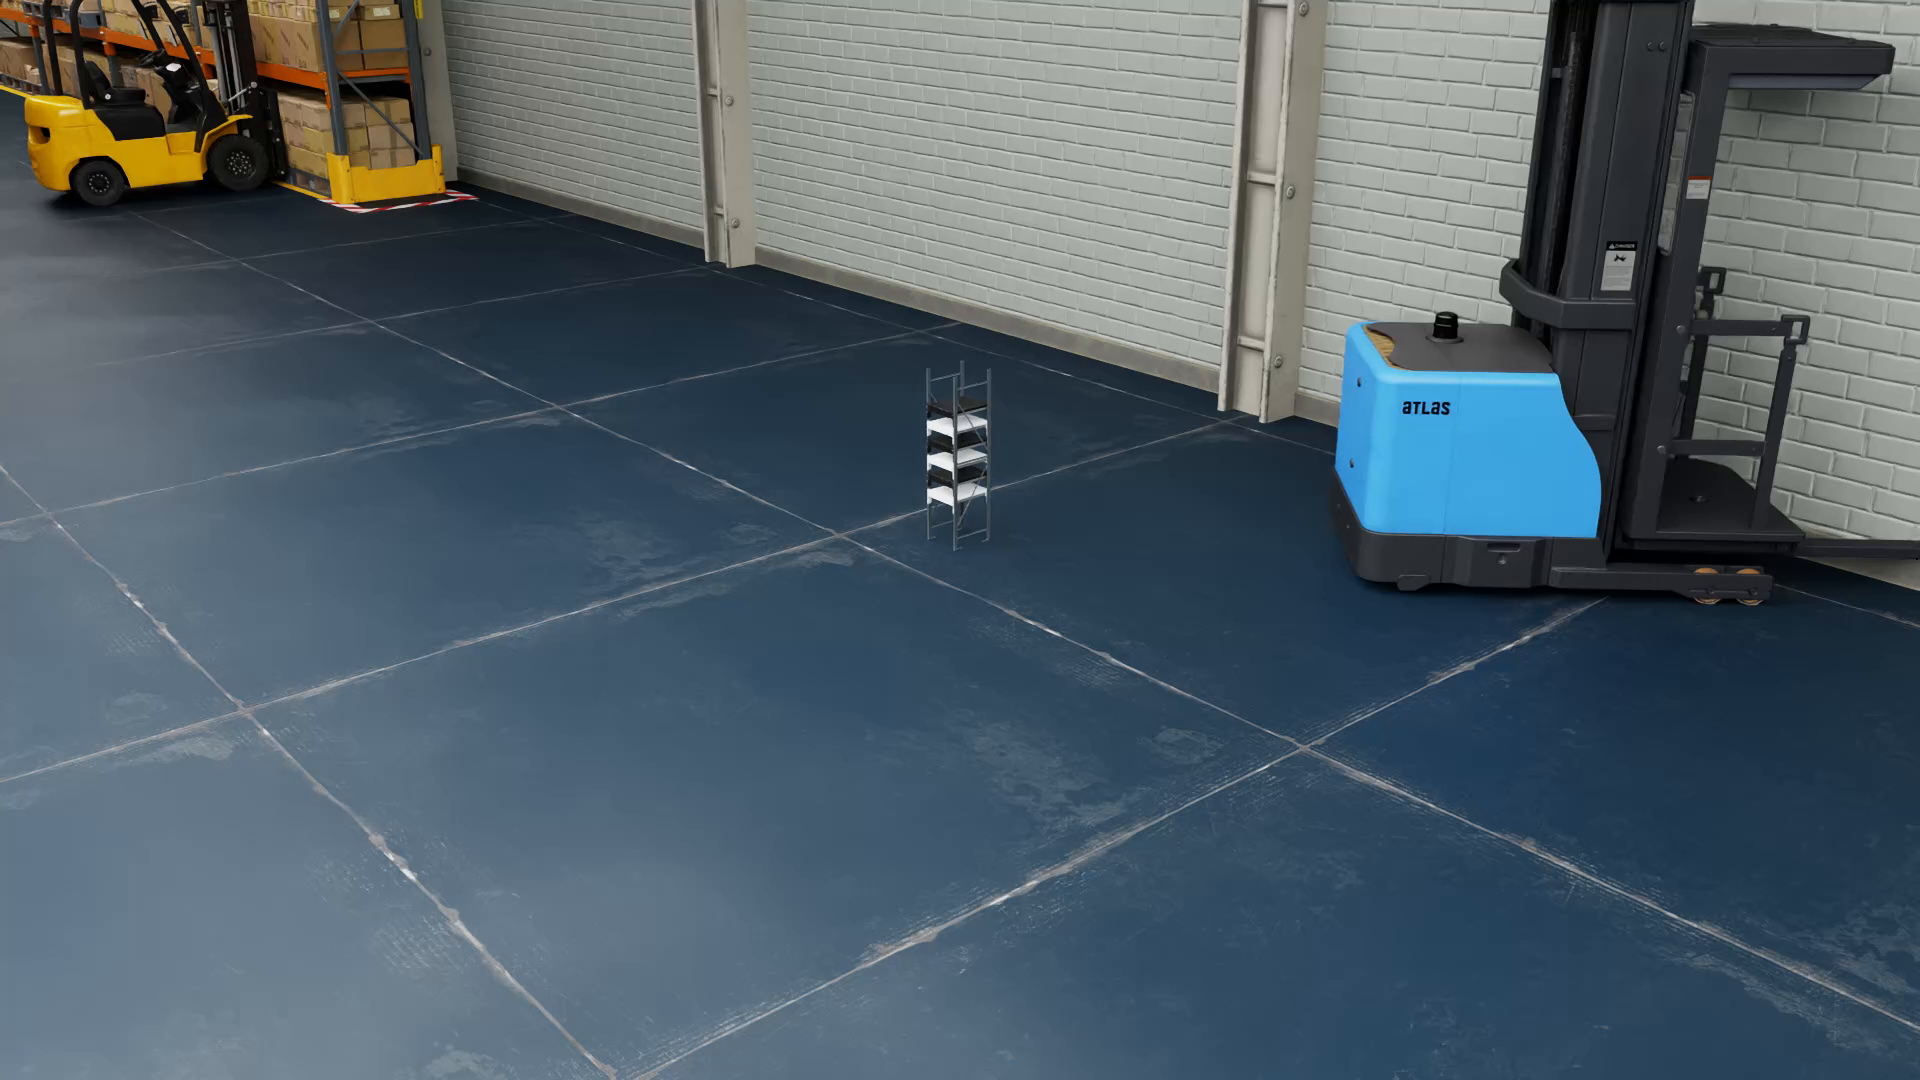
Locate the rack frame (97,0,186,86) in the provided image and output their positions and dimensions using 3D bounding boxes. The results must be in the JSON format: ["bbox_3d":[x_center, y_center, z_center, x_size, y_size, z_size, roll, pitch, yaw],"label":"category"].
[{"bbox_3d":[-11.398,-7.331,23.087,1.000,3.000,0.127,-17,27,-37],"label":"rack frame"}]

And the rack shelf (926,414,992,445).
[{"bbox_3d":[-0.005,-0.558,8.272,0.258,0.077,0.200,-17,27,-37],"label":"rack shelf"}]

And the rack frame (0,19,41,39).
[{"bbox_3d":[-16.620,-9.541,28.730,1.000,3.000,0.127,-17,27,-37],"label":"rack frame"}]

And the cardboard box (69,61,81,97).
[{"bbox_3d":[-12.852,-6.852,24.716,0.500,0.500,0.500,-19,28,-39],"label":"cardboard box"}]

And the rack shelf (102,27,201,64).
[{"bbox_3d":[-10.092,-6.443,21.808,1.077,0.370,4.000,-17,27,-37],"label":"rack shelf"}]

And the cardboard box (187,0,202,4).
[{"bbox_3d":[-9.178,-6.616,20.235,0.380,0.149,0.250,-16,27,-36],"label":"cardboard box"}]

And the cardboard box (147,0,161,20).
[{"bbox_3d":[-9.972,-6.746,21.115,0.500,0.250,0.500,-17,27,-36],"label":"cardboard box"}]

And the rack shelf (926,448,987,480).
[{"bbox_3d":[-0.005,-0.390,8.338,0.258,0.077,0.200,-17,27,-37],"label":"rack shelf"}]

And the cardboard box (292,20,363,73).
[{"bbox_3d":[-6.696,-5.240,17.613,0.500,0.500,0.500,-18,28,-39],"label":"cardboard box"}]

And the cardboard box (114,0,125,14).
[{"bbox_3d":[-10.967,-7.174,22.208,0.500,0.250,0.500,-16,27,-36],"label":"cardboard box"}]

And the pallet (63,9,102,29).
[{"bbox_3d":[-11.893,-7.412,23.558,1.213,0.211,1.003,-17,27,-37],"label":"pallet"}]

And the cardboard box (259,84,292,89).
[{"bbox_3d":[-8.049,-5.120,19.265,0.500,0.250,0.500,-16,27,-36],"label":"cardboard box"}]

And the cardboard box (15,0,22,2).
[{"bbox_3d":[-14.526,-8.587,26.093,0.500,0.250,0.500,-17,27,-36],"label":"cardboard box"}]

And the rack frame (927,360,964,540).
[{"bbox_3d":[-0.072,-0.449,8.397,0.240,0.900,0.006,-17,27,-37],"label":"rack frame"}]

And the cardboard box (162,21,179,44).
[{"bbox_3d":[-9.646,-6.370,20.841,0.500,0.250,0.500,-18,27,-38],"label":"cardboard box"}]

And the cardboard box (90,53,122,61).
[{"bbox_3d":[-12.390,-6.975,24.143,0.380,0.149,0.250,-16,27,-36],"label":"cardboard box"}]

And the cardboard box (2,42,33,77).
[{"bbox_3d":[-15.495,-7.966,27.560,0.500,0.500,0.500,-17,27,-36],"label":"cardboard box"}]

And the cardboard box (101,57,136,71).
[{"bbox_3d":[-11.912,-6.740,23.543,0.380,0.149,0.250,-19,28,-40],"label":"cardboard box"}]

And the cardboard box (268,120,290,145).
[{"bbox_3d":[-7.403,-4.607,18.643,0.500,0.250,0.500,-18,28,-39],"label":"cardboard box"}]

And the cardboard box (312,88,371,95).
[{"bbox_3d":[-6.993,-4.957,18.850,0.500,0.250,0.500,-18,27,-38],"label":"cardboard box"}]

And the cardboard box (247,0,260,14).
[{"bbox_3d":[-7.784,-5.991,18.642,0.380,0.149,0.250,-18,28,-38],"label":"cardboard box"}]

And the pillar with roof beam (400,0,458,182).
[{"bbox_3d":[-9.209,-7.296,14.772,9.100,9.000,0.400,-17,27,-37],"label":"pillar with roof beam"}]

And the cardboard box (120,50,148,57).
[{"bbox_3d":[-12.193,-7.170,24.639,0.380,0.149,0.250,-18,28,-39],"label":"cardboard box"}]

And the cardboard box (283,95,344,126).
[{"bbox_3d":[-7.050,-4.694,18.178,0.500,0.250,0.500,-17,27,-36],"label":"cardboard box"}]

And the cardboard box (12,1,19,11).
[{"bbox_3d":[-14.783,-8.480,26.365,0.380,0.149,0.250,-17,27,-36],"label":"cardboard box"}]

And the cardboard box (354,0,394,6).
[{"bbox_3d":[-6.233,-5.751,17.620,0.380,0.149,0.250,-18,28,-38],"label":"cardboard box"}]

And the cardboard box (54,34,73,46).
[{"bbox_3d":[-13.770,-7.685,25.547,0.380,0.149,0.250,-19,28,-40],"label":"cardboard box"}]

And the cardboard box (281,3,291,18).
[{"bbox_3d":[-7.080,-5.719,17.946,0.380,0.149,0.250,-18,27,-38],"label":"cardboard box"}]

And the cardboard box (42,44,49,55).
[{"bbox_3d":[-13.976,-7.607,25.755,0.380,0.149,0.250,-16,26,-35],"label":"cardboard box"}]

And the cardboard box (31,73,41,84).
[{"bbox_3d":[-14.595,-7.388,26.567,0.380,0.149,0.250,-18,28,-39],"label":"cardboard box"}]

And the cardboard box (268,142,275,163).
[{"bbox_3d":[-7.715,-4.508,19.076,0.500,0.250,0.500,-16,27,-36],"label":"cardboard box"}]

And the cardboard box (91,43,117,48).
[{"bbox_3d":[-13.209,-7.600,25.737,0.380,0.149,0.250,-17,27,-37],"label":"cardboard box"}]

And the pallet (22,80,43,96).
[{"bbox_3d":[-14.456,-7.327,26.902,1.003,0.211,1.213,-17,27,-37],"label":"pallet"}]

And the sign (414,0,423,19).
[{"bbox_3d":[-5.751,-5.691,17.605,0.100,0.325,0.005,-17,27,-37],"label":"sign"}]

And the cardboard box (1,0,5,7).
[{"bbox_3d":[-15.402,-8.777,27.125,0.380,0.149,0.250,-18,27,-38],"label":"cardboard box"}]

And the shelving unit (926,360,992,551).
[{"bbox_3d":[-0.005,-0.421,8.326,0.258,0.900,0.210,-17,27,-37],"label":"shelving unit"}]

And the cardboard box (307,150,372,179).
[{"bbox_3d":[-6.722,-4.090,18.008,0.500,0.250,0.500,-17,27,-37],"label":"cardboard box"}]

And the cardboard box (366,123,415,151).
[{"bbox_3d":[-6.325,-4.448,18.236,0.500,0.250,0.500,-17,27,-36],"label":"cardboard box"}]

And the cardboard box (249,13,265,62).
[{"bbox_3d":[-7.699,-5.664,18.694,0.500,0.500,0.500,-17,27,-37],"label":"cardboard box"}]

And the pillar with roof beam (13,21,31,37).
[{"bbox_3d":[-20.958,-12.269,27.470,9.100,9.000,0.400,-17,27,-37],"label":"pillar with roof beam"}]

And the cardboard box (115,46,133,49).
[{"bbox_3d":[-12.673,-7.389,25.198,0.380,0.149,0.250,-17,27,-37],"label":"cardboard box"}]

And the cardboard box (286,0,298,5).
[{"bbox_3d":[-6.945,-5.783,17.701,0.380,0.149,0.250,-17,27,-36],"label":"cardboard box"}]

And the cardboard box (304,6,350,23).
[{"bbox_3d":[-6.614,-5.498,17.382,0.380,0.149,0.250,-17,27,-37],"label":"cardboard box"}]

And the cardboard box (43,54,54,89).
[{"bbox_3d":[-13.864,-7.280,25.810,0.500,0.500,0.500,-16,26,-35],"label":"cardboard box"}]

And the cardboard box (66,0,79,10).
[{"bbox_3d":[-12.332,-7.671,23.585,0.500,0.250,0.500,-19,28,-40],"label":"cardboard box"}]

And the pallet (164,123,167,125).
[{"bbox_3d":[-10.098,-5.459,22.131,1.003,0.211,1.213,-17,27,-37],"label":"pallet"}]

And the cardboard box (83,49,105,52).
[{"bbox_3d":[-12.878,-7.193,24.699,0.380,0.149,0.250,-17,27,-37],"label":"cardboard box"}]

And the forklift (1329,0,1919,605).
[{"bbox_3d":[3.410,-1.262,7.687,3.031,2.935,1.130,1,21,3],"label":"forklift"}]

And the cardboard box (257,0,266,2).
[{"bbox_3d":[-7.478,-5.985,18.217,0.380,0.149,0.250,-17,27,-36],"label":"cardboard box"}]

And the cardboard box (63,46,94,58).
[{"bbox_3d":[-13.372,-7.408,25.248,0.380,0.149,0.250,-18,28,-38],"label":"cardboard box"}]

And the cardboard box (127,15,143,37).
[{"bbox_3d":[-10.627,-6.799,21.936,0.500,0.250,0.500,-19,28,-39],"label":"cardboard box"}]

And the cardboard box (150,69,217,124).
[{"bbox_3d":[-10.129,-5.880,22.065,0.875,0.625,0.625,-19,28,-40],"label":"cardboard box"}]

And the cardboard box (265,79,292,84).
[{"bbox_3d":[-7.977,-5.380,19.930,0.500,0.250,0.500,-18,28,-38],"label":"cardboard box"}]

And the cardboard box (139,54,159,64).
[{"bbox_3d":[-11.655,-6.962,24.109,0.380,0.149,0.250,-16,27,-36],"label":"cardboard box"}]
